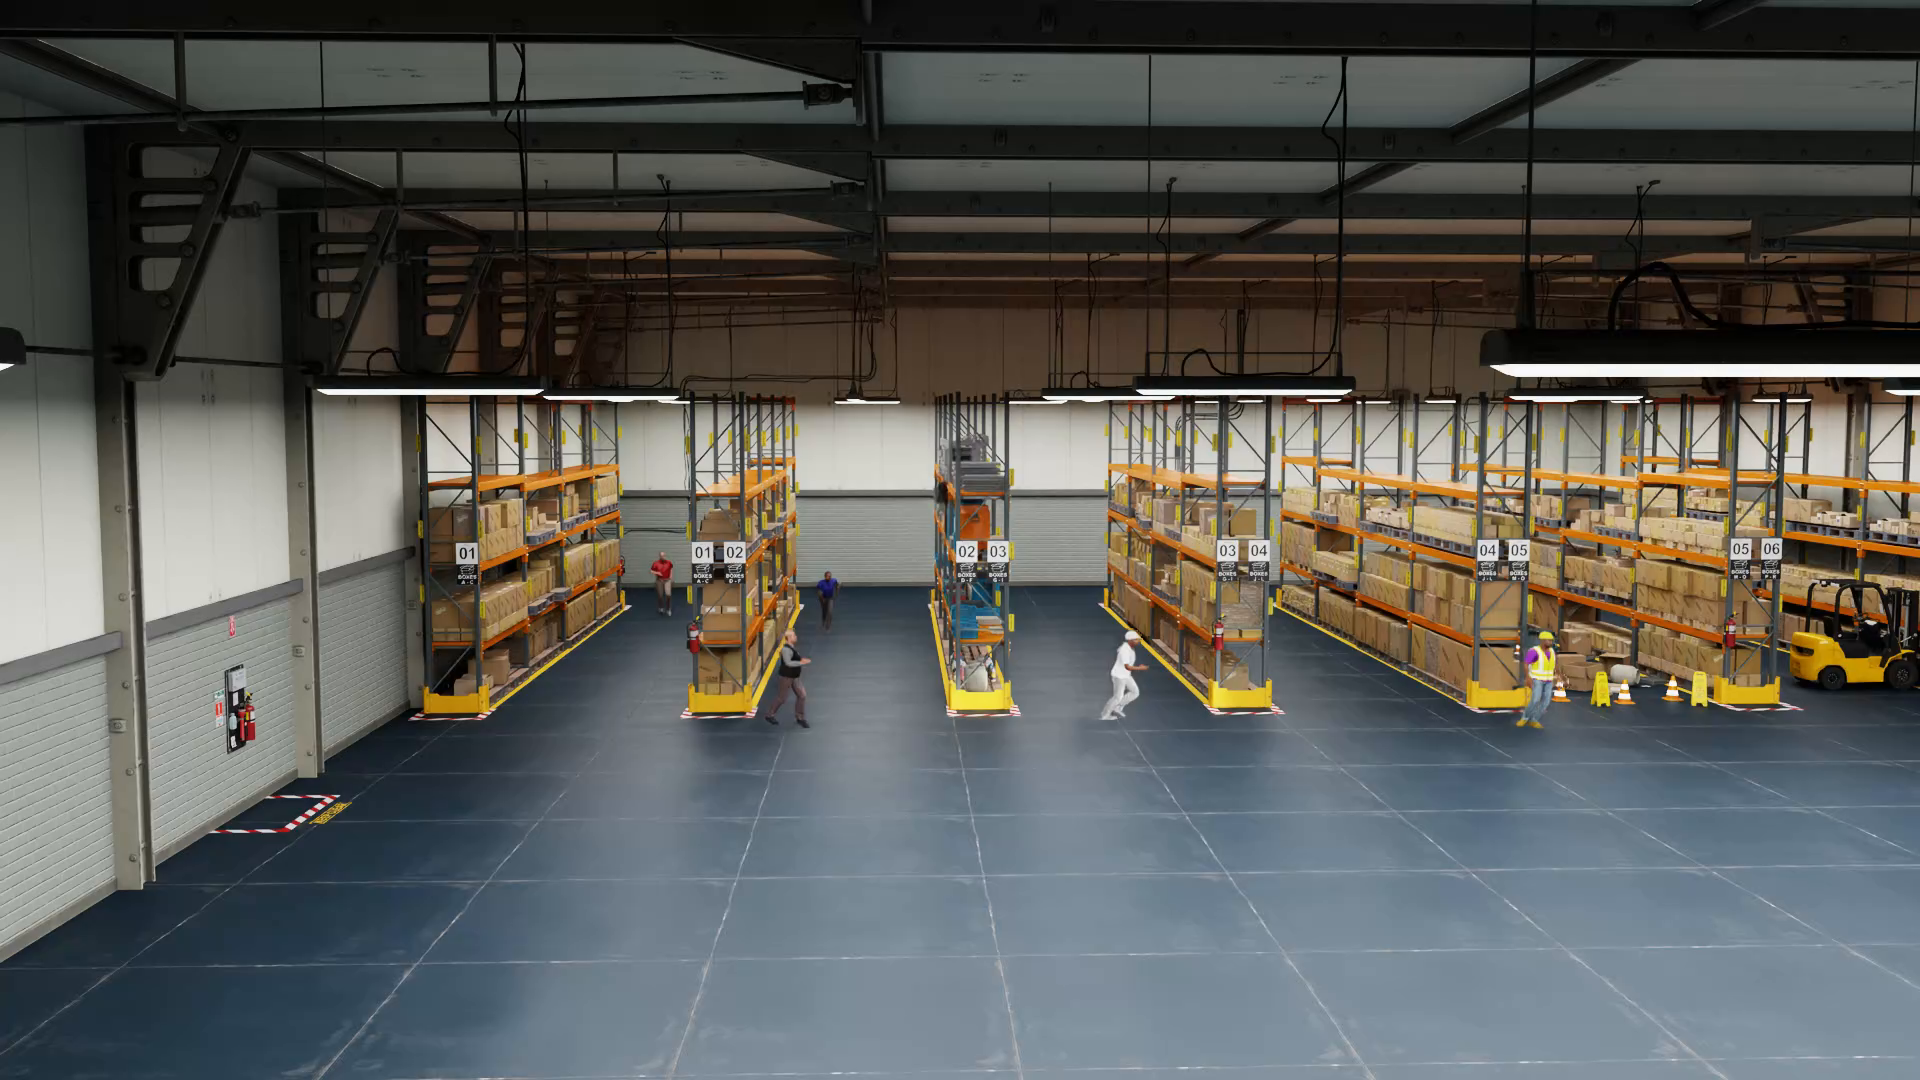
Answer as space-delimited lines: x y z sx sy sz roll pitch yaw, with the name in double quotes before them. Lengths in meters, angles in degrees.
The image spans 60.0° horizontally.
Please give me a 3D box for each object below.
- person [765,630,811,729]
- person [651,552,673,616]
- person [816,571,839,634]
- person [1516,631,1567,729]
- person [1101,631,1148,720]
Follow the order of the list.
"person" -3.060 2.484 29.606 0.868 1.776 0.601 2 5 19
"person" -8.177 1.215 45.727 0.645 1.784 0.775 -1 5 -15
"person" -3.388 1.566 42.318 0.599 1.618 0.959 -1 5 -15
"person" 10.319 2.501 29.519 0.787 1.752 0.585 -2 5 -26
"person" 3.004 2.466 30.243 0.894 1.657 0.712 2 5 20
